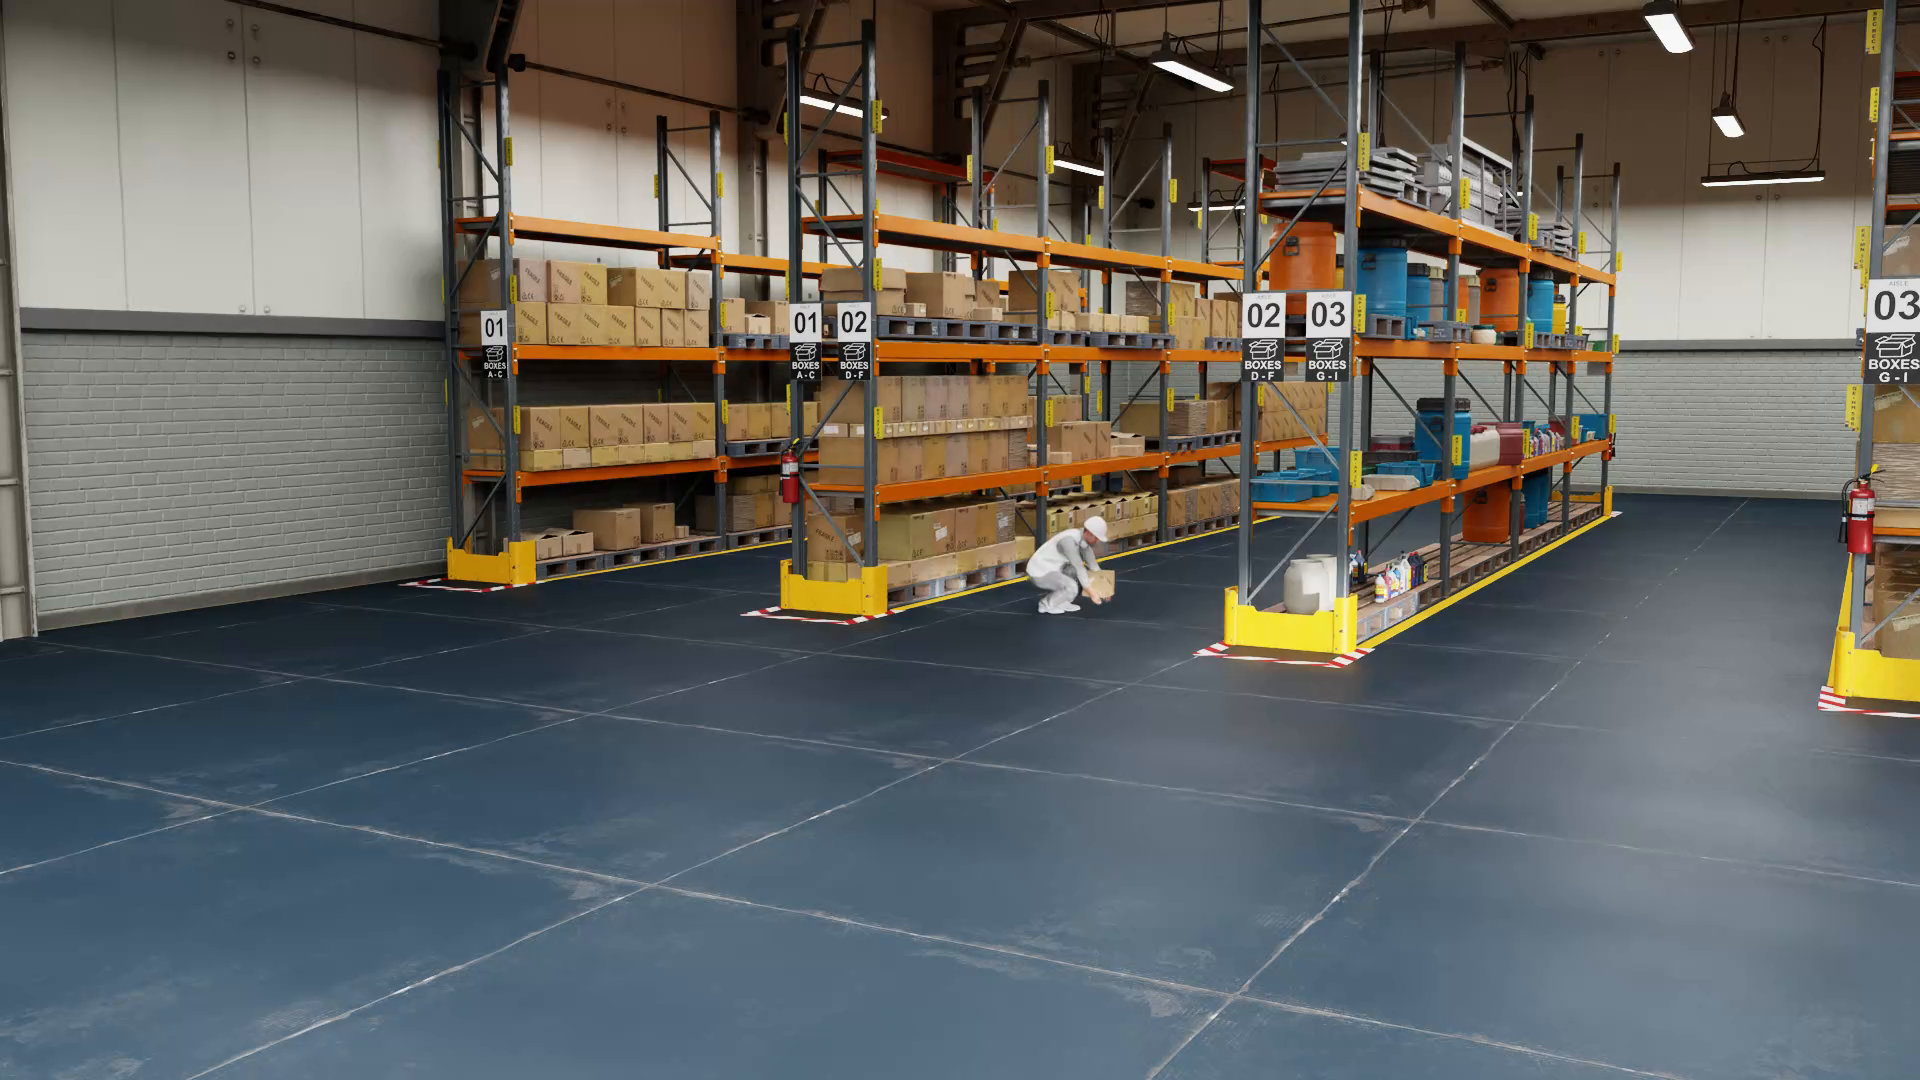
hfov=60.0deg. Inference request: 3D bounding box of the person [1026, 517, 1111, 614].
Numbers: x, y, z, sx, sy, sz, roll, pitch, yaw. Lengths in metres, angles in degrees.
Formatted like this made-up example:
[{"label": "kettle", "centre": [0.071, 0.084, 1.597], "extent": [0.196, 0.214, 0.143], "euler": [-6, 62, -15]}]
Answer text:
[{"label": "person", "centre": [1.140, 0.256, 17.285], "extent": [0.871, 1.014, 0.524], "euler": [3, 7, 28]}]
